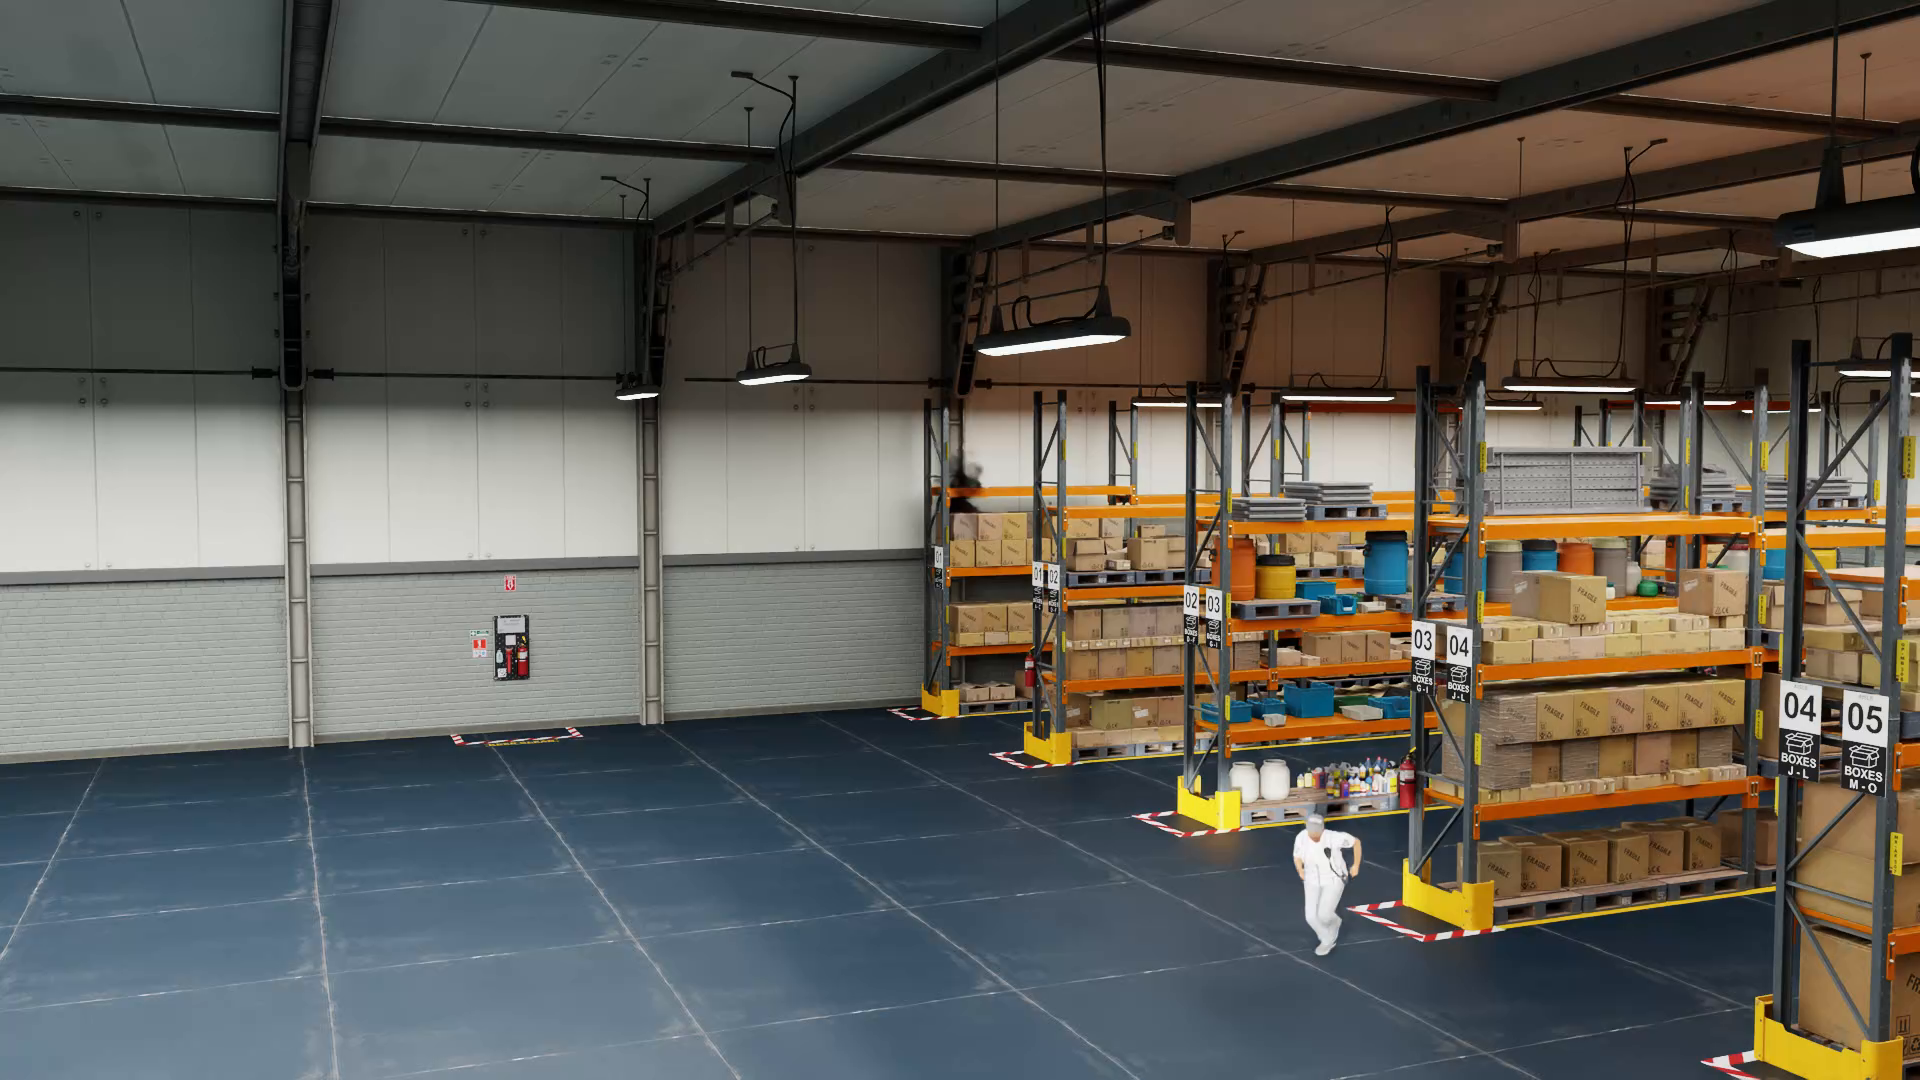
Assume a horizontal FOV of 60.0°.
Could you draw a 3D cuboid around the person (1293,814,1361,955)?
[{"bbox_3d":[3.652,3.443,16.594,0.638,1.509,0.790,2,4,30],"label":"person"}]
